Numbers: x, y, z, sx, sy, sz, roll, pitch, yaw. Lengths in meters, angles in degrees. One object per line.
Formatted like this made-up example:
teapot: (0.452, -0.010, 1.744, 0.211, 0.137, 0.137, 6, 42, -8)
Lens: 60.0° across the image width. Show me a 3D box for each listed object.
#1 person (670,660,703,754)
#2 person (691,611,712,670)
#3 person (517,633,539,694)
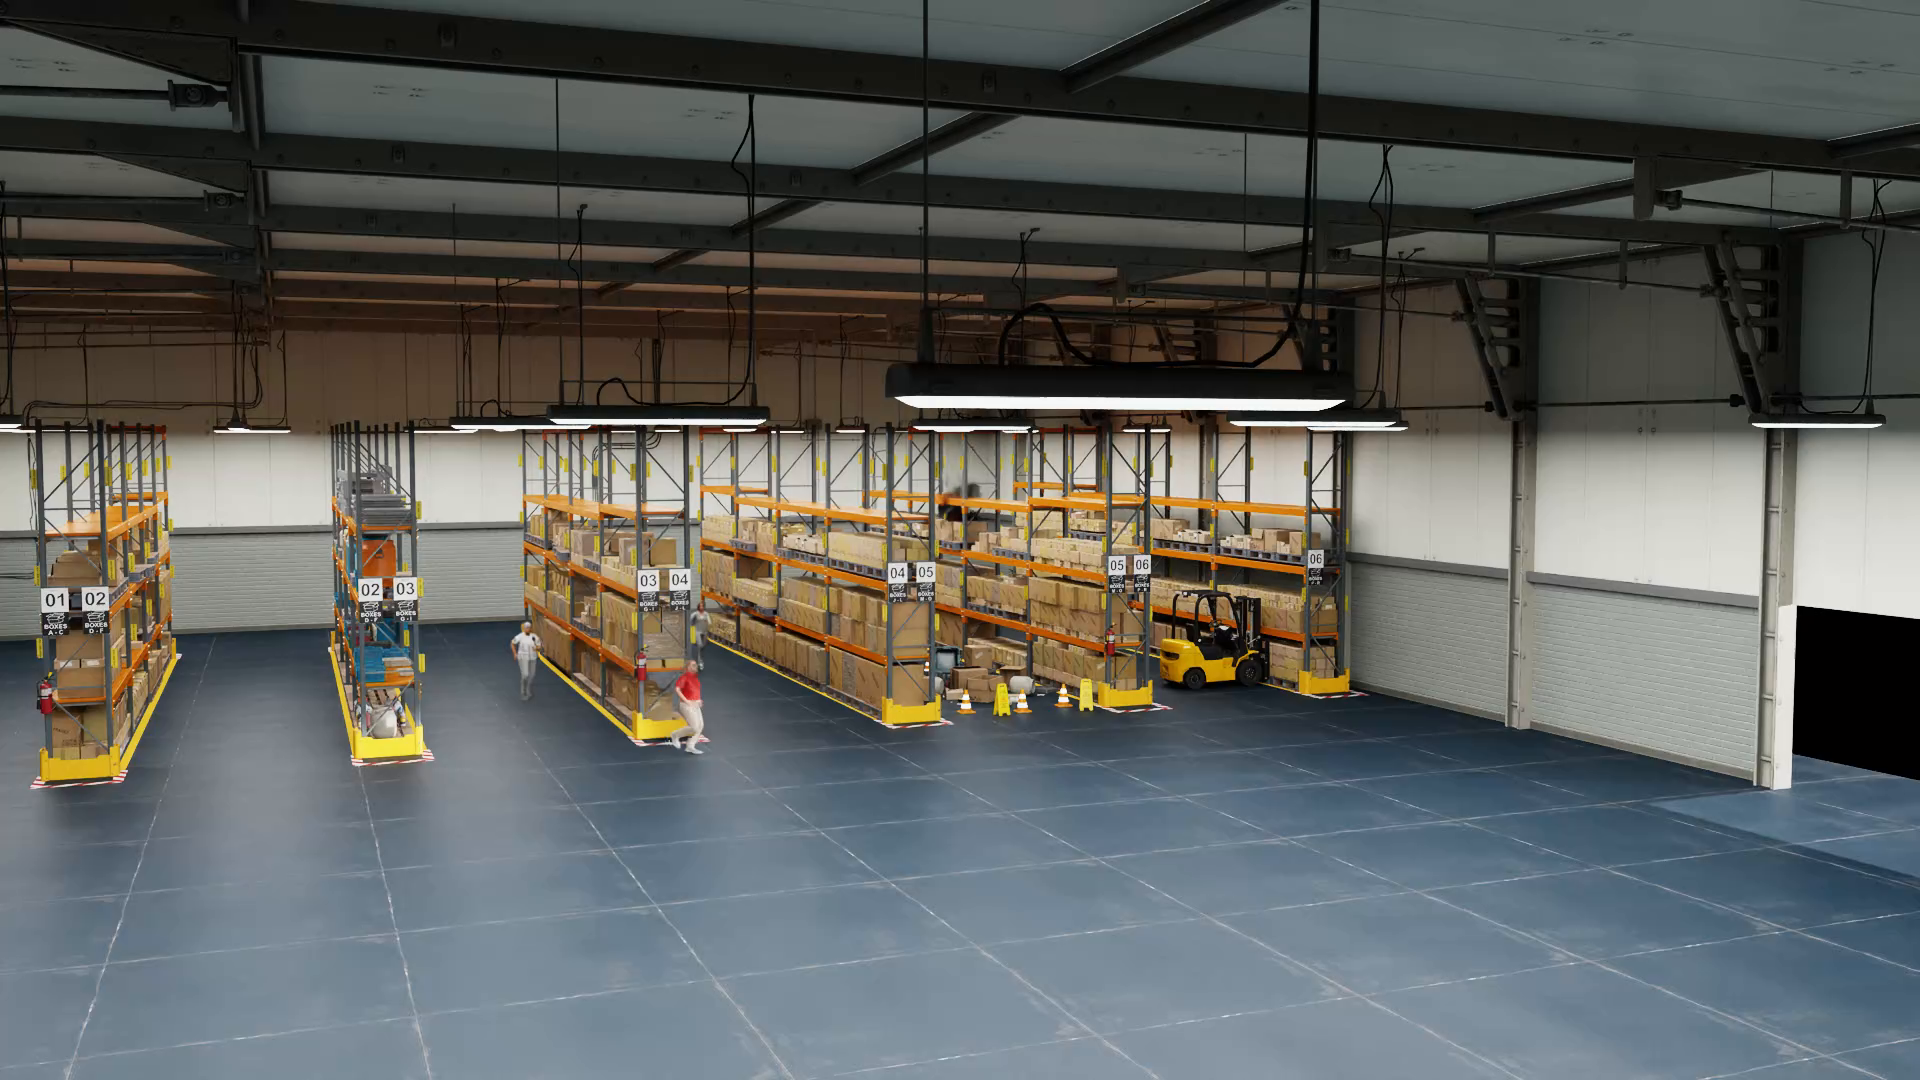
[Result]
person: (-4.943, 3.015, 30.043, 0.564, 1.710, 0.665, 1, 4, 15)
person: (-6.418, 2.453, 41.134, 0.515, 1.410, 0.760, -2, 4, -28)
person: (-9.410, 2.673, 36.188, 0.453, 1.321, 0.638, -2, 4, -33)
